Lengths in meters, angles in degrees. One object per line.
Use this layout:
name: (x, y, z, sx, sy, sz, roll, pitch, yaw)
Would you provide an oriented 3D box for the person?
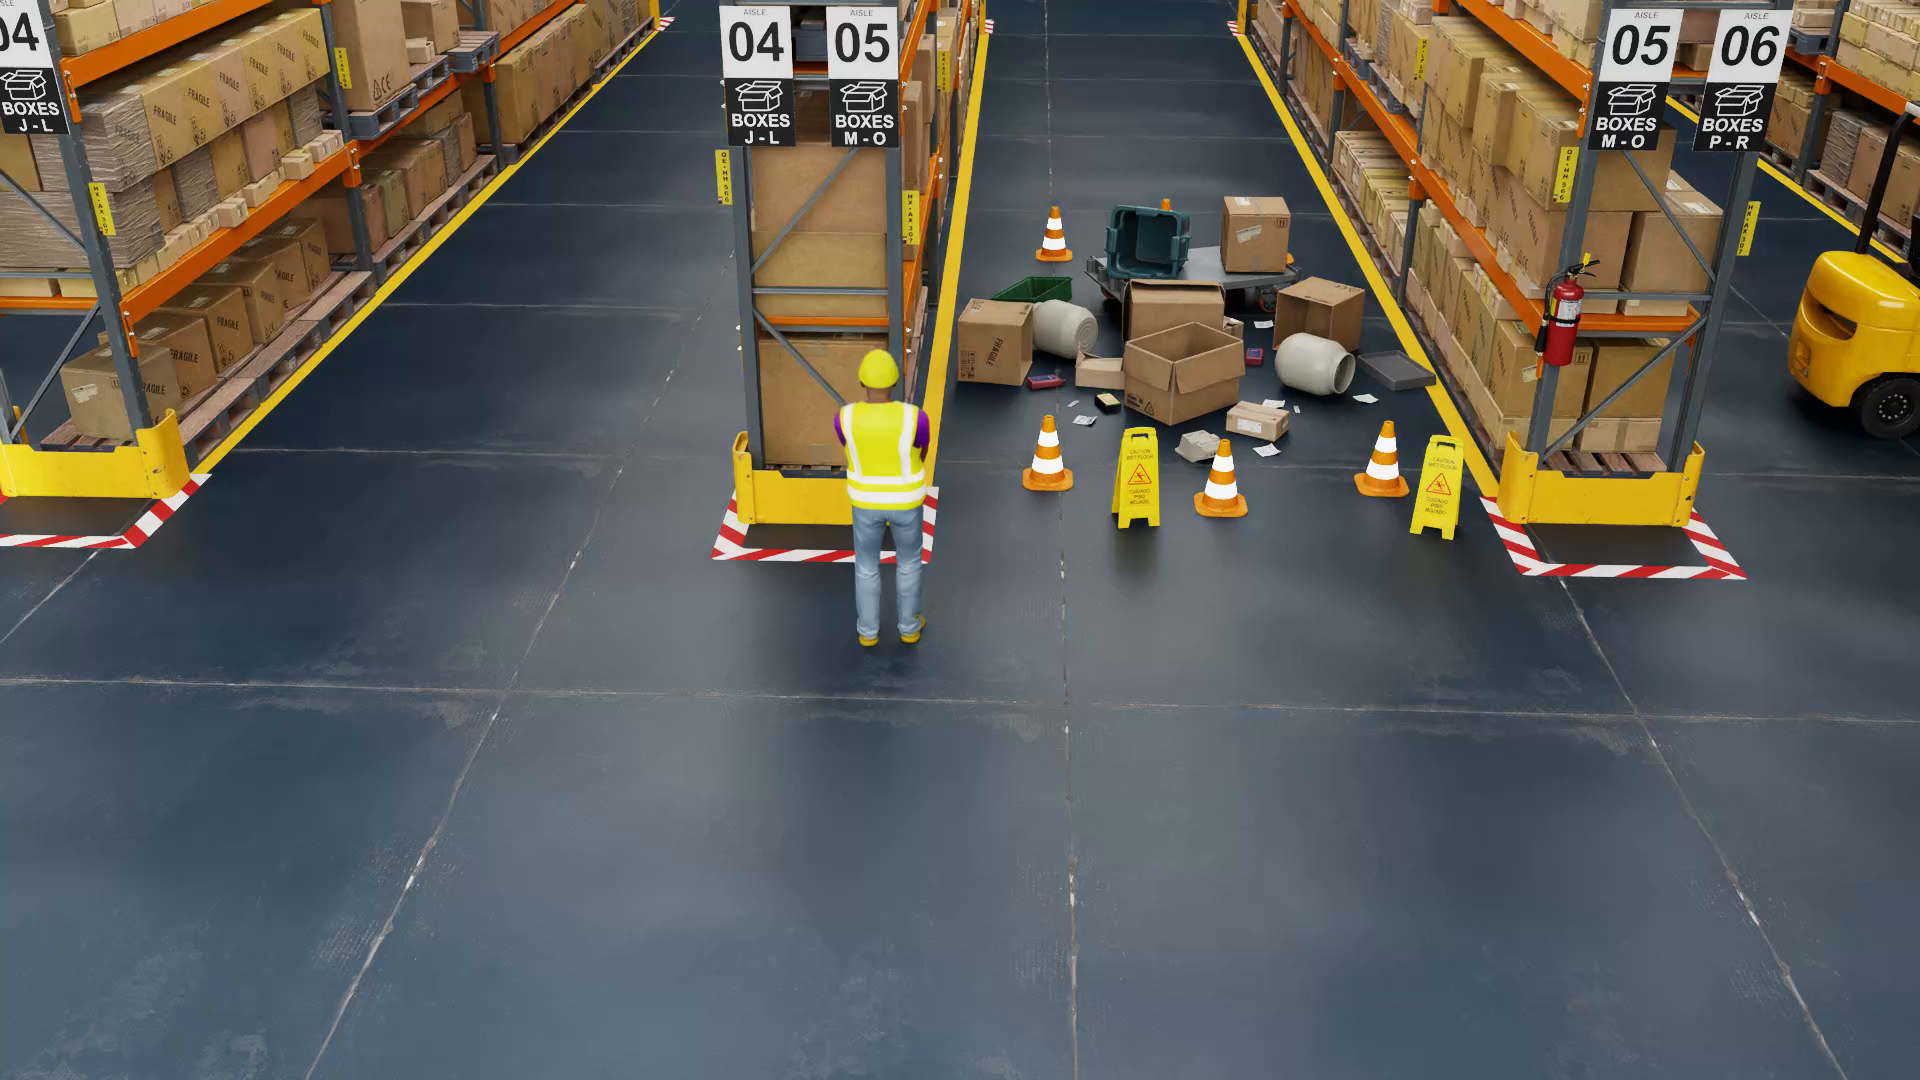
person: (-0.404, -0.266, 9.109, 0.503, 1.758, 0.586, 2, 28, 3)
